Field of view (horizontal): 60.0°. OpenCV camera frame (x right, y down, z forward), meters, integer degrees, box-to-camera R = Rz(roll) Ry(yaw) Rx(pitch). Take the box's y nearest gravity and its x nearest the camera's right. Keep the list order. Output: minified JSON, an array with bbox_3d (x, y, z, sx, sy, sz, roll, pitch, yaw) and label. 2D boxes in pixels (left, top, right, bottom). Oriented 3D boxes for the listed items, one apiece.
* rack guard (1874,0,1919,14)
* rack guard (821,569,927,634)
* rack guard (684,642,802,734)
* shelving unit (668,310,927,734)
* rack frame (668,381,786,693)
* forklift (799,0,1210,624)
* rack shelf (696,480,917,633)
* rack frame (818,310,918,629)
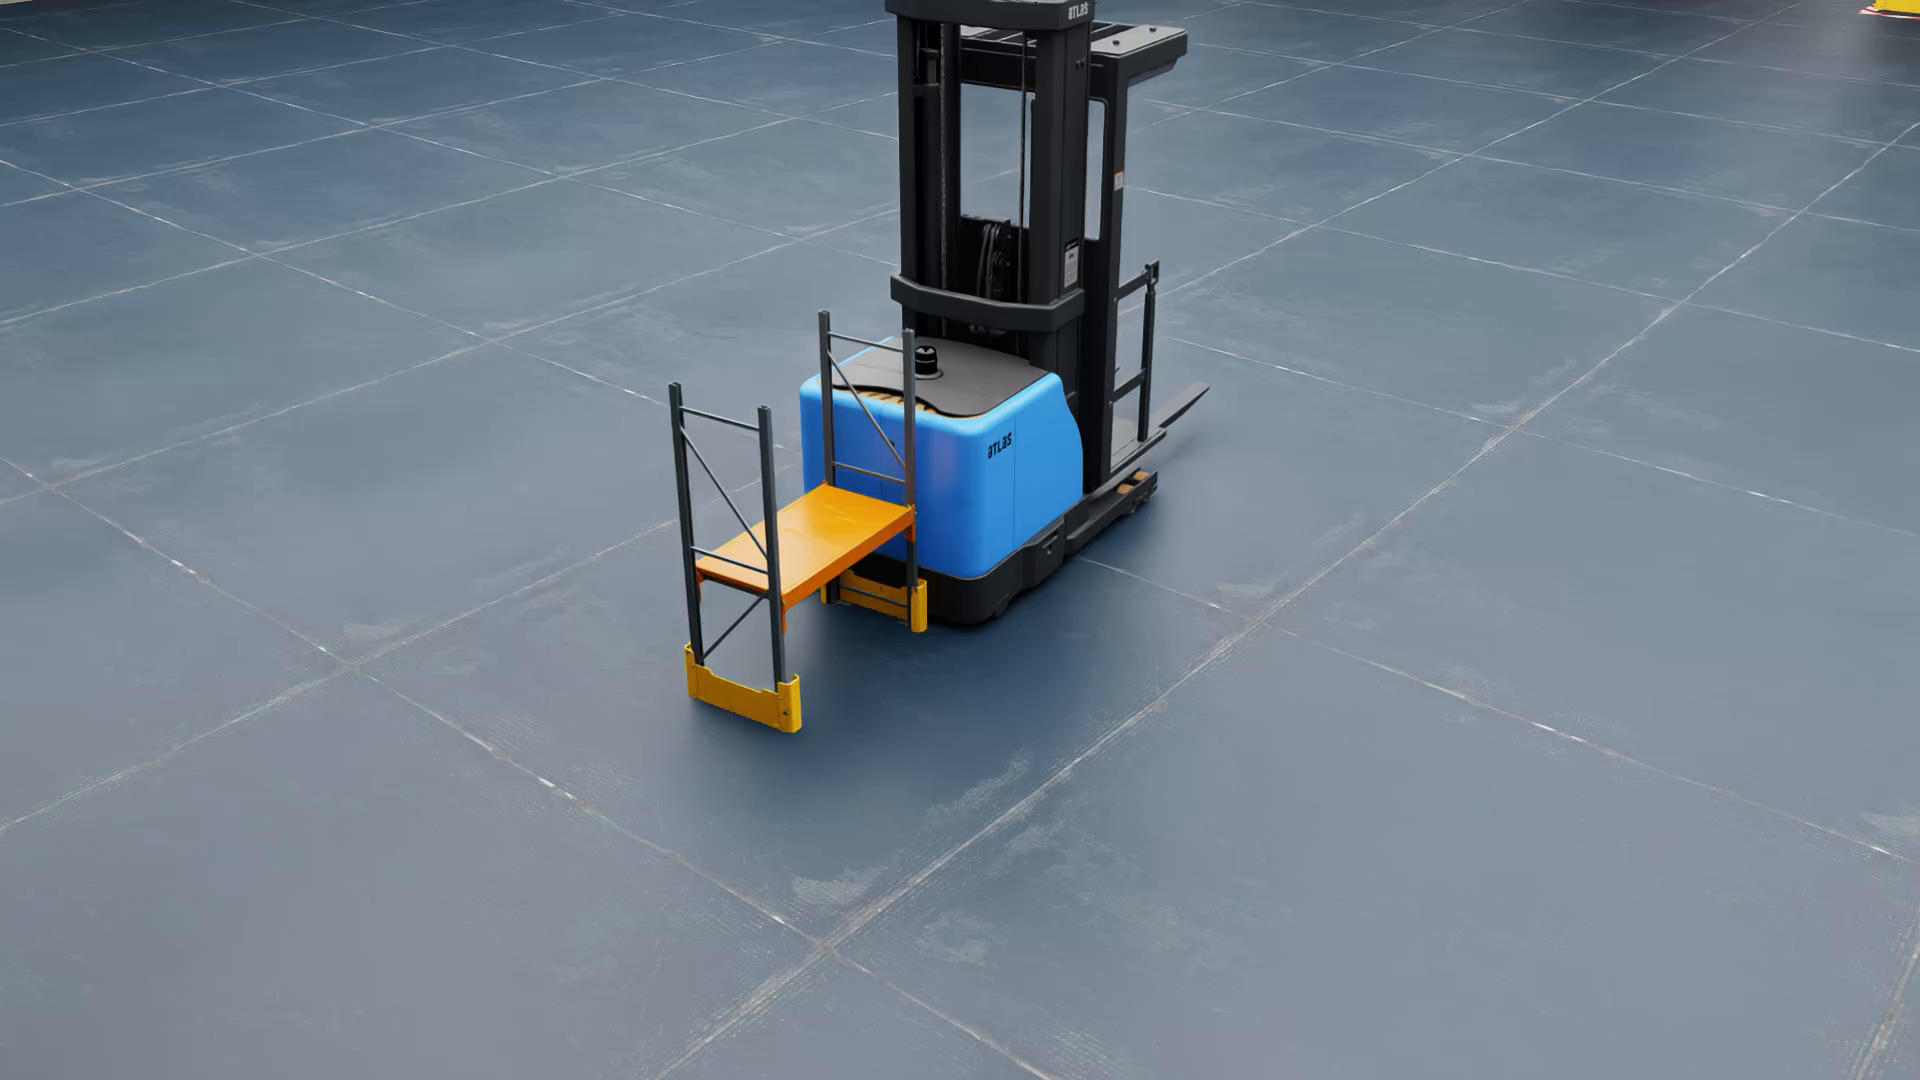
[{"bbox_3d":[13.114,-7.418,22.546,1.175,0.500,0.348,21,34,34],"label":"rack guard"},{"bbox_3d":[-0.419,0.250,7.995,0.587,0.250,0.087,16,31,28],"label":"rack guard"},{"bbox_3d":[-0.948,0.638,7.245,0.587,0.250,0.087,16,31,28],"label":"rack guard"},{"bbox_3d":[-0.683,-0.111,7.333,0.587,1.500,1.083,16,31,28],"label":"shelving unit"},{"bbox_3d":[-0.958,0.090,6.943,0.500,1.500,0.032,16,31,28],"label":"rack frame"},{"bbox_3d":[0.431,-1.541,8.540,1.130,2.935,3.031,16,31,28],"label":"forklift"},{"bbox_3d":[-0.688,0.052,7.408,0.538,0.185,1.000,16,31,28],"label":"rack shelf"},{"bbox_3d":[-0.418,-0.306,7.708,0.500,1.500,0.032,16,31,28],"label":"rack frame"}]
